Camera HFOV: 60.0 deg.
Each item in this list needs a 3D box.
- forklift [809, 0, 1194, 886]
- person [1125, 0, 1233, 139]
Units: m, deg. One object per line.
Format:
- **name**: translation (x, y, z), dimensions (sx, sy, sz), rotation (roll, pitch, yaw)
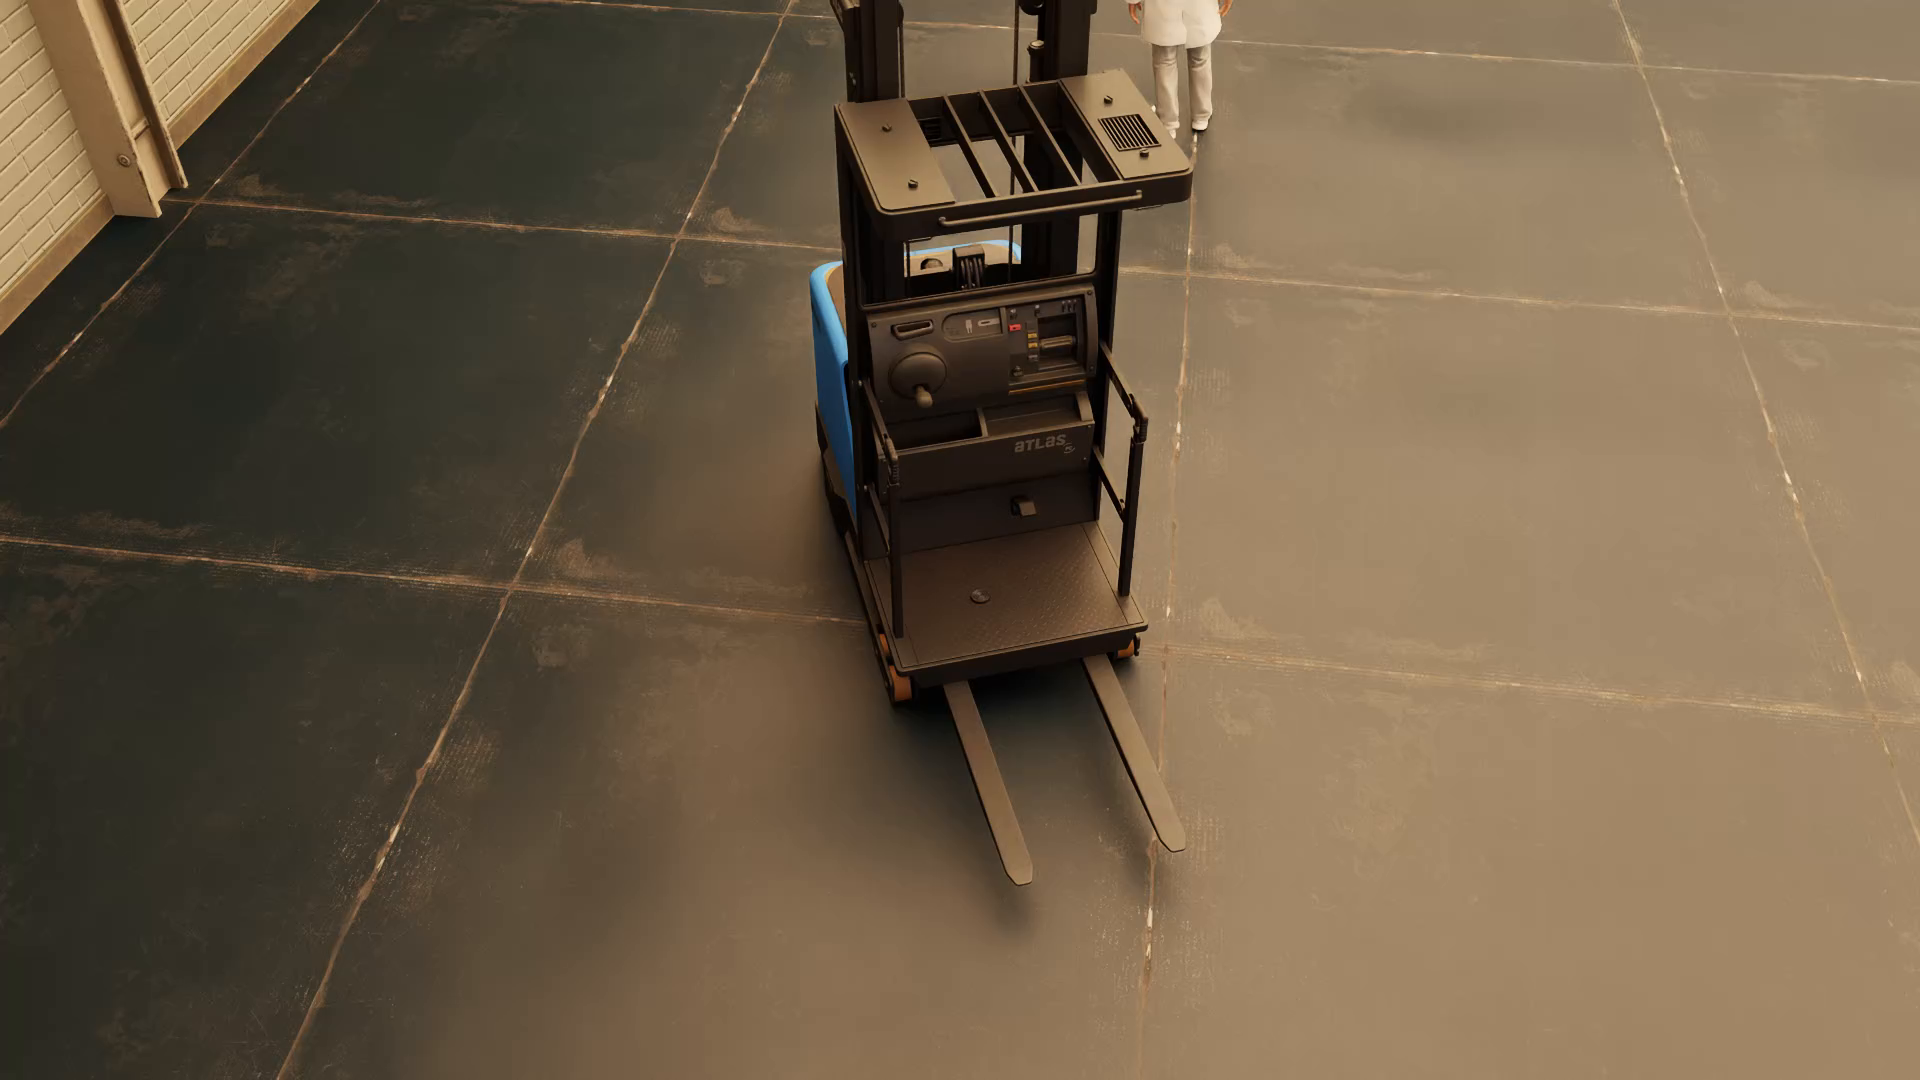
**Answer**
- **forklift**: translation (0.153, -0.681, 6.465), dimensions (1.130, 2.935, 3.031), rotation (-10, 44, -11)
- **person**: translation (1.341, -3.339, 10.201), dimensions (0.695, 1.777, 0.579), rotation (-1, 43, -1)
